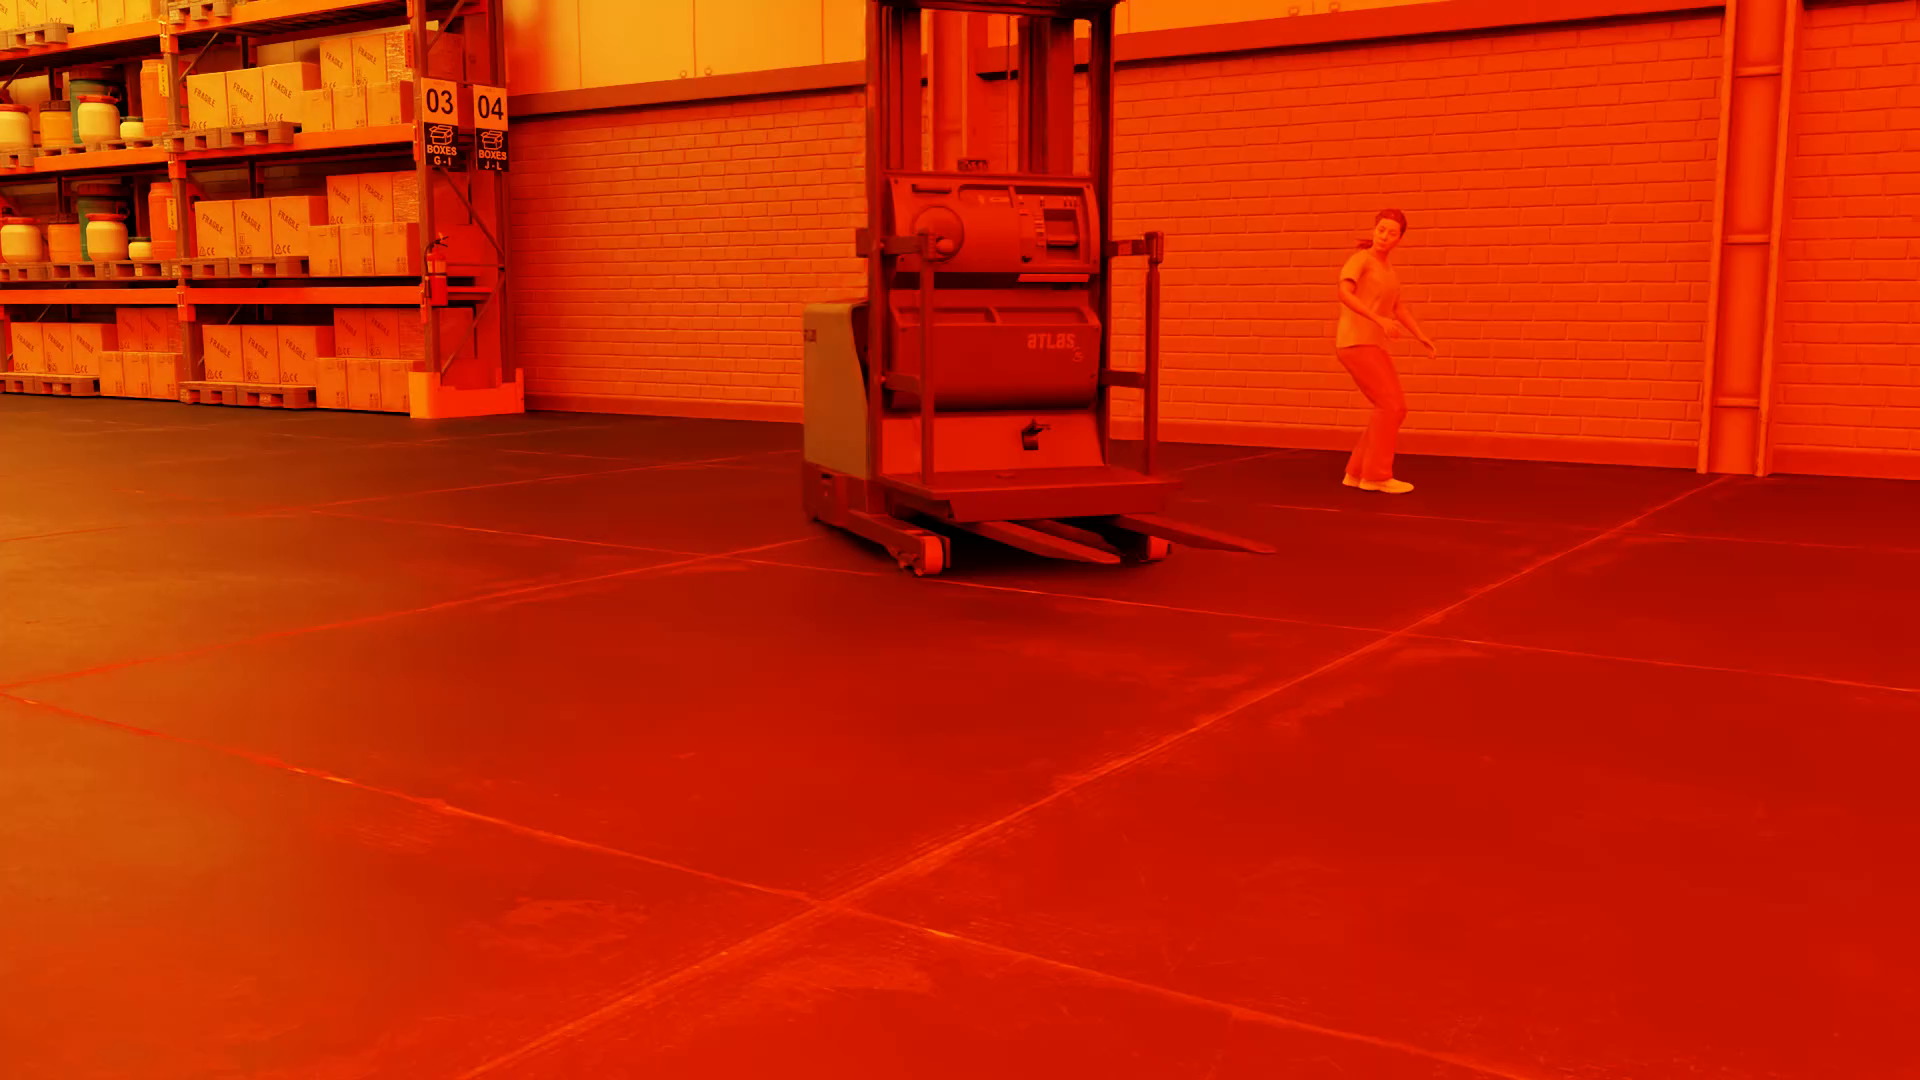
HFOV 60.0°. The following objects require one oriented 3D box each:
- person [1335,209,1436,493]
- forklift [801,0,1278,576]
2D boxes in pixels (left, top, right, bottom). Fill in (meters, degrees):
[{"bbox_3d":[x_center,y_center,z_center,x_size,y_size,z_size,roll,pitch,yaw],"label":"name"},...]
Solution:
[{"bbox_3d":[2.429,-1.077,9.545,0.477,1.618,0.687,6,10,34],"label":"person"},{"bbox_3d":[0.233,-1.371,6.836,1.130,2.935,3.031,-3,9,-21],"label":"forklift"}]
